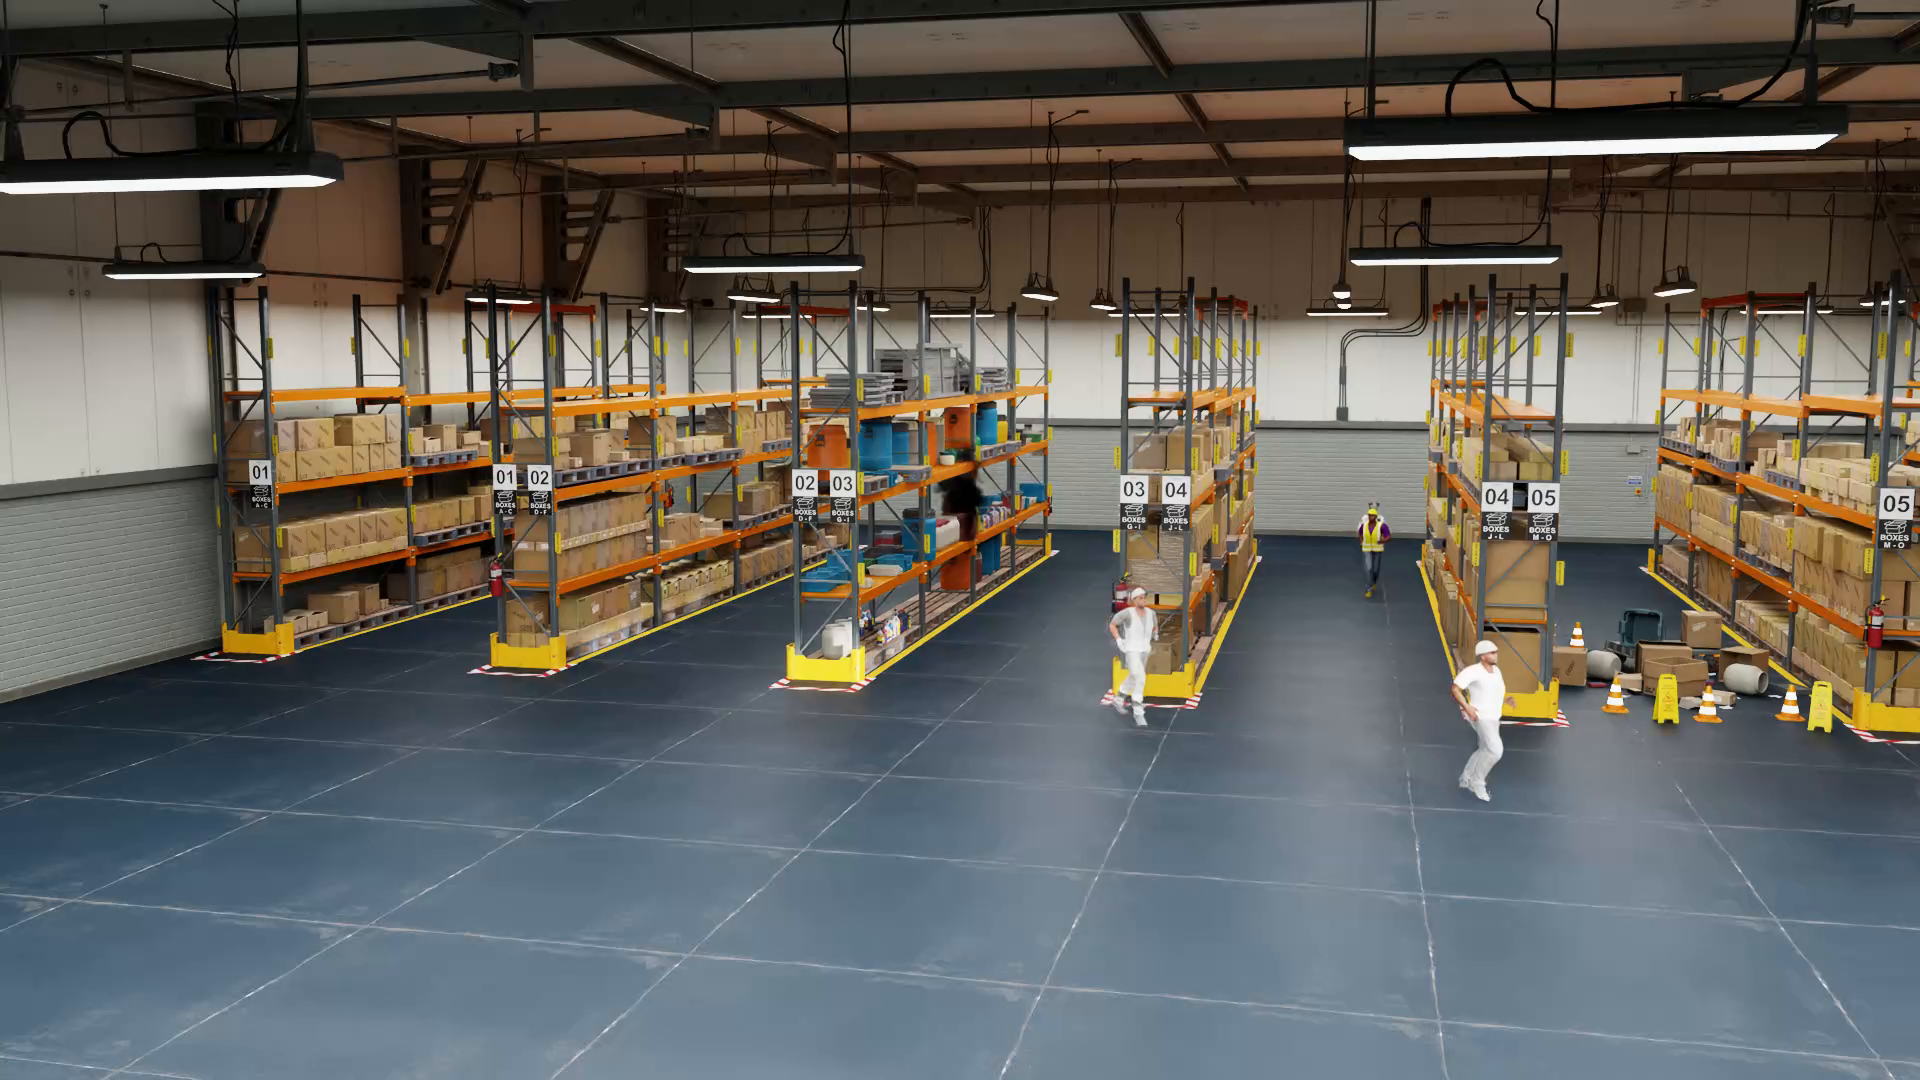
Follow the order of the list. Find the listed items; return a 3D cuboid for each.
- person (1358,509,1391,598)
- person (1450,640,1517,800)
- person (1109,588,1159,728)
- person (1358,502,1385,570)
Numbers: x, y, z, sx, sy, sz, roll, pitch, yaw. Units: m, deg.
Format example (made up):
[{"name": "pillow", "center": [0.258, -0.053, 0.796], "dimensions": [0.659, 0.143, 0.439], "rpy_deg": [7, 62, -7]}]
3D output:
[{"name": "person", "center": [8.409, 0.248, 33.801], "dimensions": [0.685, 1.776, 0.905], "rpy_deg": [2, 7, 20]}, {"name": "person", "center": [5.878, 2.023, 18.579], "dimensions": [0.678, 1.811, 0.633], "rpy_deg": [-6, 9, -43]}, {"name": "person", "center": [2.374, 1.543, 22.388], "dimensions": [0.667, 1.839, 0.817], "rpy_deg": [-4, 8, -33]}, {"name": "person", "center": [9.098, -0.023, 36.667], "dimensions": [0.611, 1.658, 0.548], "rpy_deg": [1, 7, 8]}]
